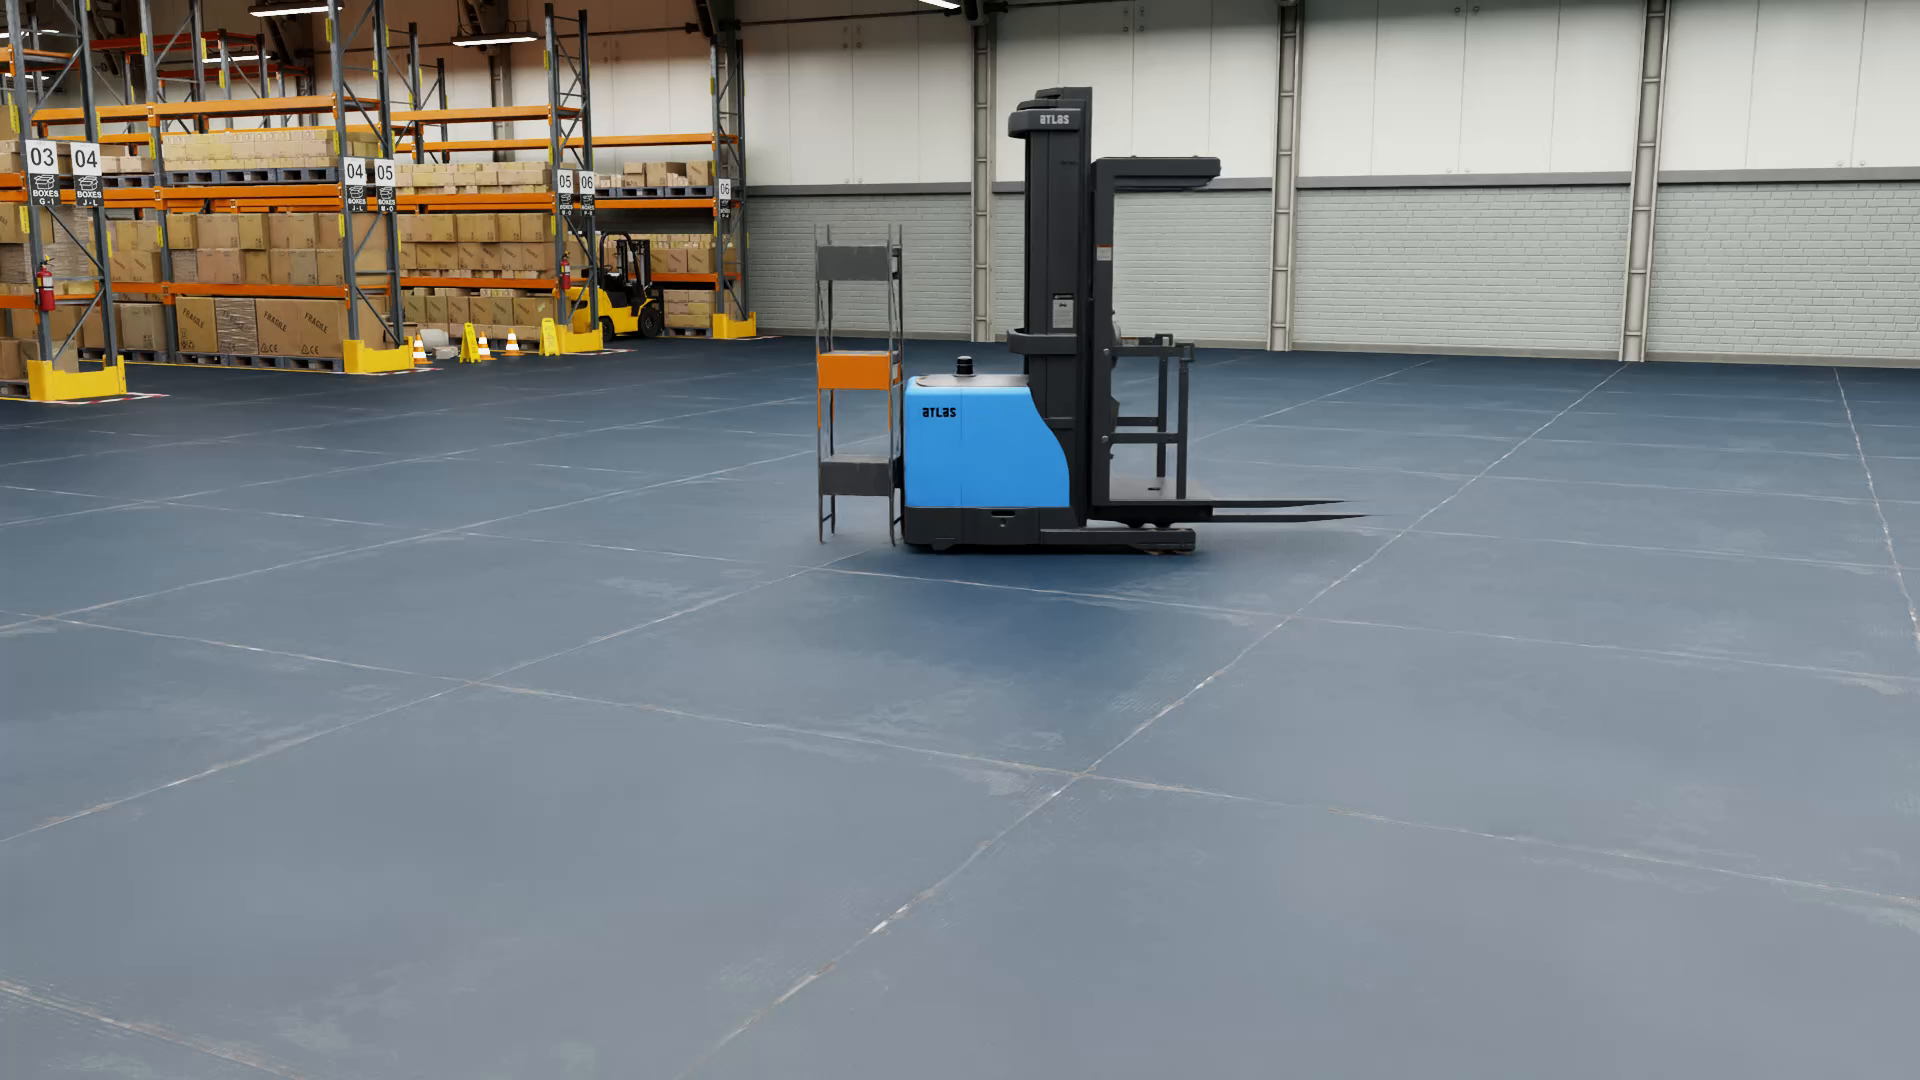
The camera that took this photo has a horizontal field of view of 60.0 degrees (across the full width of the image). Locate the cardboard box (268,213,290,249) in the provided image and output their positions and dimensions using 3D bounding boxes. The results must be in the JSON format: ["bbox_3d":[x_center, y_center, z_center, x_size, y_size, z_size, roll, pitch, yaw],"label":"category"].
[{"bbox_3d":[-10.278,-4.833,26.060,0.550,0.550,0.875,5,11,26],"label":"cardboard box"}]

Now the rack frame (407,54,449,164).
[{"bbox_3d":[-11.868,-9.272,37.195,0.127,3.000,1.000,5,11,26],"label":"rack frame"}]

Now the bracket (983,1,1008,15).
[{"bbox_3d":[0.676,-10.050,31.383,0.430,0.232,0.235,5,11,26],"label":"bracket"}]

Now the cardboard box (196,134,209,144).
[{"bbox_3d":[-11.714,-6.271,26.042,0.250,0.149,0.380,5,11,25],"label":"cardboard box"}]

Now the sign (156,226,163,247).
[{"bbox_3d":[-12.805,-4.857,26.614,0.005,0.325,0.100,5,11,26],"label":"sign"}]

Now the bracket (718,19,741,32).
[{"bbox_3d":[-4.705,-10.523,33.996,0.430,0.232,0.235,5,11,26],"label":"bracket"}]

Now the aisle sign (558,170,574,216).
[{"bbox_3d":[-6.960,-6.125,29.350,0.004,0.787,0.394,5,11,26],"label":"aisle sign"}]

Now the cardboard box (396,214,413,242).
[{"bbox_3d":[-10.176,-5.830,31.098,0.500,0.500,0.700,5,11,25],"label":"cardboard box"}]

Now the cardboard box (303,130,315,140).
[{"bbox_3d":[-9.662,-6.091,25.047,0.250,0.149,0.380,5,11,26],"label":"cardboard box"}]

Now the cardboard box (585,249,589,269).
[{"bbox_3d":[-7.999,-5.978,35.555,0.500,0.500,0.500,5,11,24],"label":"cardboard box"}]

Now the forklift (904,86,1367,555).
[{"bbox_3d":[1.147,-1.441,10.960,3.031,2.935,1.130,0,10,-1],"label":"forklift"}]

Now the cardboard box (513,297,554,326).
[{"bbox_3d":[-7.721,-4.141,30.123,0.500,0.500,0.500,5,11,26],"label":"cardboard box"}]

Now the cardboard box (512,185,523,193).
[{"bbox_3d":[-7.792,-6.273,29.753,0.250,0.149,0.380,5,12,28],"label":"cardboard box"}]

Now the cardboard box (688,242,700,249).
[{"bbox_3d":[-5.371,-6.056,34.168,0.250,0.149,0.380,5,12,27],"label":"cardboard box"}]

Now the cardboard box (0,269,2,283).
[{"bbox_3d":[-12.254,-3.578,21.459,0.500,0.500,0.875,5,11,26],"label":"cardboard box"}]

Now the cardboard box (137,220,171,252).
[{"bbox_3d":[-13.022,-4.993,27.307,0.500,0.500,0.700,5,11,25],"label":"cardboard box"}]

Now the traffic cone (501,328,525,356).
[{"bbox_3d":[-7.843,-3.476,29.139,0.334,0.463,0.336,5,11,26],"label":"traffic cone"}]

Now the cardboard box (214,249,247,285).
[{"bbox_3d":[-11.302,-4.359,26.472,0.550,0.550,0.875,5,11,26],"label":"cardboard box"}]

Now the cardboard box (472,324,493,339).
[{"bbox_3d":[-8.664,-3.854,30.641,0.500,0.250,0.500,5,11,24],"label":"cardboard box"}]

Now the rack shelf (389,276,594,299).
[{"bbox_3d":[-8.681,-4.700,30.799,4.000,0.370,1.077,5,11,26],"label":"rack shelf"}]

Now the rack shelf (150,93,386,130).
[{"bbox_3d":[-10.780,-6.657,25.888,4.000,0.370,1.077,5,11,26],"label":"rack shelf"}]

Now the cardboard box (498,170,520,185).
[{"bbox_3d":[-7.910,-6.485,29.801,0.500,0.250,0.500,5,11,25],"label":"cardboard box"}]

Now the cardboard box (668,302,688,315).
[{"bbox_3d":[-5.714,-4.819,34.573,0.500,0.250,0.500,5,11,25],"label":"cardboard box"}]

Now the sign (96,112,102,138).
[{"bbox_3d":[-11.032,-5.307,21.253,0.005,0.325,0.100,5,11,26],"label":"sign"}]

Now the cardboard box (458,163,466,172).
[{"bbox_3d":[-8.905,-6.771,30.261,0.250,0.149,0.380,5,12,27],"label":"cardboard box"}]

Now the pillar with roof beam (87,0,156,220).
[{"bbox_3d":[-22.967,-9.572,38.848,0.548,9.000,9.100,5,11,26],"label":"pillar with roof beam"}]

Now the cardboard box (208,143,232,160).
[{"bbox_3d":[-11.353,-6.055,25.969,0.500,0.250,0.500,5,11,25],"label":"cardboard box"}]

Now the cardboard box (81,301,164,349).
[{"bbox_3d":[-14.034,-3.624,27.971,0.750,0.750,1.050,5,11,26],"label":"cardboard box"}]

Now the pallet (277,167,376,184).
[{"bbox_3d":[-9.657,-5.587,25.506,1.213,0.211,1.003,5,11,26],"label":"pallet"}]

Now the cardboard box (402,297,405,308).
[{"bbox_3d":[-12.343,-5.296,37.909,0.500,0.500,0.500,5,12,27],"label":"cardboard box"}]

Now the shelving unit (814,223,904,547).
[{"bbox_3d":[-0.659,-1.029,11.019,0.503,2.100,0.431,2,10,9],"label":"shelving unit"}]

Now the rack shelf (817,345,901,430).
[{"bbox_3d":[-0.659,-1.015,11.022,0.480,0.518,0.431,2,10,9],"label":"rack shelf"}]

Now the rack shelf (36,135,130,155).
[{"bbox_3d":[-19.442,-8.401,35.525,4.000,0.370,1.077,5,11,26],"label":"rack shelf"}]

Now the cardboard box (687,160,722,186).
[{"bbox_3d":[-5.199,-7.467,33.901,0.500,0.500,0.500,5,12,28],"label":"cardboard box"}]

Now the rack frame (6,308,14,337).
[{"bbox_3d":[-16.161,-4.729,28.935,0.127,3.000,1.000,5,11,26],"label":"rack frame"}]

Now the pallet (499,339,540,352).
[{"bbox_3d":[-7.668,-3.600,30.530,1.213,0.211,1.003,5,11,26],"label":"pallet"}]

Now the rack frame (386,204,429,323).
[{"bbox_3d":[-10.474,-5.212,31.606,0.127,3.000,1.000,5,11,26],"label":"rack frame"}]

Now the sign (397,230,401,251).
[{"bbox_3d":[-8.736,-4.651,25.855,0.005,0.325,0.100,5,11,26],"label":"sign"}]

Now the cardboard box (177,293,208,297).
[{"bbox_3d":[-15.442,-4.827,34.265,0.875,0.875,0.875,5,11,27],"label":"cardboard box"}]

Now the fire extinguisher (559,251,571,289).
[{"bbox_3d":[-6.988,-4.776,29.414,0.183,0.674,0.296,5,11,26],"label":"fire extinguisher"}]

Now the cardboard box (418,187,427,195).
[{"bbox_3d":[-9.822,-6.469,30.835,0.250,0.149,0.380,5,11,26],"label":"cardboard box"}]

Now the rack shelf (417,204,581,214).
[{"bbox_3d":[-10.075,-7.285,36.655,4.000,0.370,1.077,5,11,26],"label":"rack shelf"}]

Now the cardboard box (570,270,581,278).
[{"bbox_3d":[-7.100,-4.833,30.217,0.250,0.149,0.380,5,11,26],"label":"cardboard box"}]

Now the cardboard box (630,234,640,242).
[{"bbox_3d":[-6.705,-6.342,34.910,0.250,0.149,0.380,5,11,26],"label":"cardboard box"}]

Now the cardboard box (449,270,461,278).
[{"bbox_3d":[-9.191,-4.910,30.643,0.250,0.149,0.380,5,11,26],"label":"cardboard box"}]

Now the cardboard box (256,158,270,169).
[{"bbox_3d":[-10.574,-5.779,25.560,0.250,0.149,0.380,5,11,26],"label":"cardboard box"}]

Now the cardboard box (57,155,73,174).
[{"bbox_3d":[-11.590,-4.796,21.303,0.500,0.250,0.500,5,12,28],"label":"cardboard box"}]

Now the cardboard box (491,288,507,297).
[{"bbox_3d":[-8.304,-4.499,30.278,0.250,0.149,0.380,5,12,27],"label":"cardboard box"}]
